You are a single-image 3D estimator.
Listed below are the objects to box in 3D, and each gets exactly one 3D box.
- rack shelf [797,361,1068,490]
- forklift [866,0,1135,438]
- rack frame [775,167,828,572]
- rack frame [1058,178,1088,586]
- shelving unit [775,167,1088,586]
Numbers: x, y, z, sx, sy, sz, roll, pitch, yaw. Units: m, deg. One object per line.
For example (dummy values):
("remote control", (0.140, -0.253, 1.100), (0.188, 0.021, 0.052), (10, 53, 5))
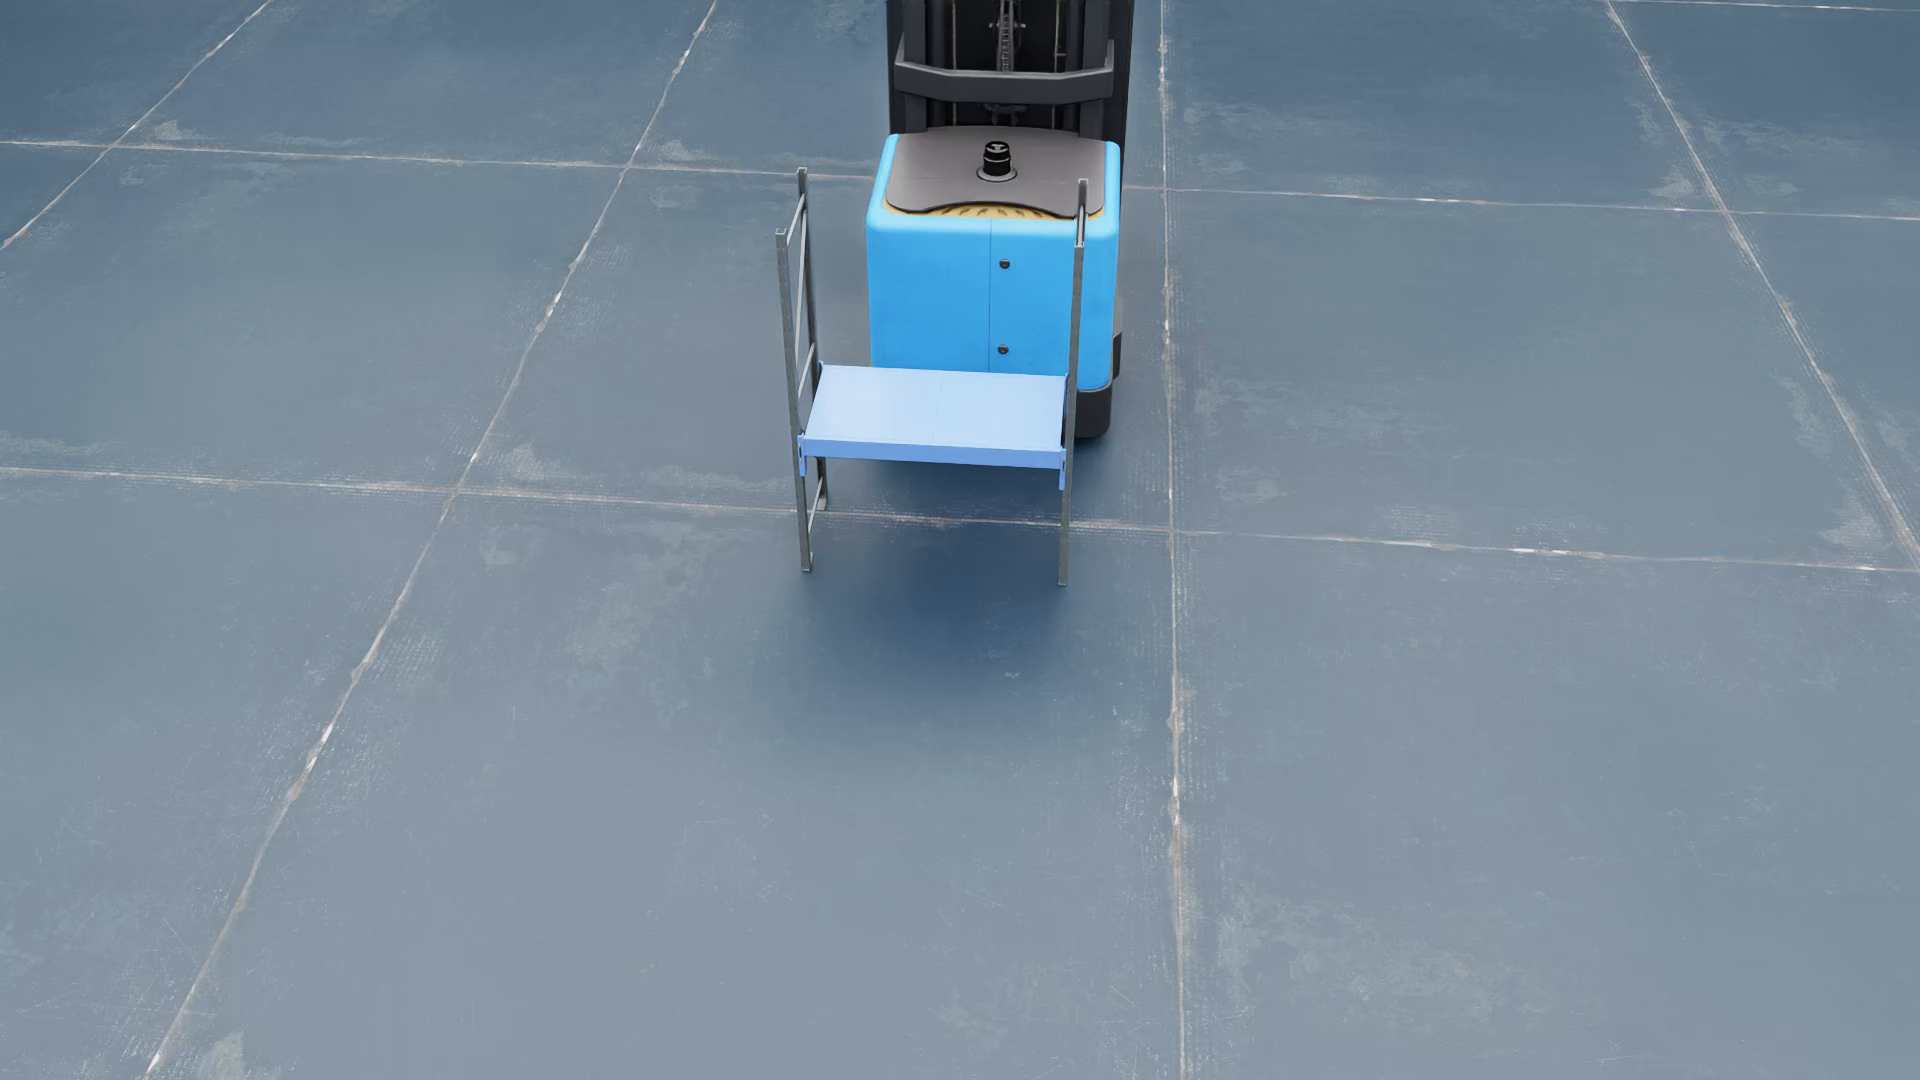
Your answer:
("rack shelf", (-0.085, -0.447, 6.396), (1.000, 0.185, 0.538), (3, 39, 4))
("forklift", (0.239, -2.495, 7.493), (1.130, 2.935, 3.031), (3, 39, 3))
("rack frame", (-0.591, -0.614, 6.316), (0.032, 1.500, 0.500), (3, 39, 4))
("rack frame", (0.421, -0.559, 6.248), (0.032, 1.500, 0.500), (3, 39, 4))
("shelving unit", (-0.085, -0.586, 6.282), (1.048, 1.500, 0.538), (3, 39, 4))
